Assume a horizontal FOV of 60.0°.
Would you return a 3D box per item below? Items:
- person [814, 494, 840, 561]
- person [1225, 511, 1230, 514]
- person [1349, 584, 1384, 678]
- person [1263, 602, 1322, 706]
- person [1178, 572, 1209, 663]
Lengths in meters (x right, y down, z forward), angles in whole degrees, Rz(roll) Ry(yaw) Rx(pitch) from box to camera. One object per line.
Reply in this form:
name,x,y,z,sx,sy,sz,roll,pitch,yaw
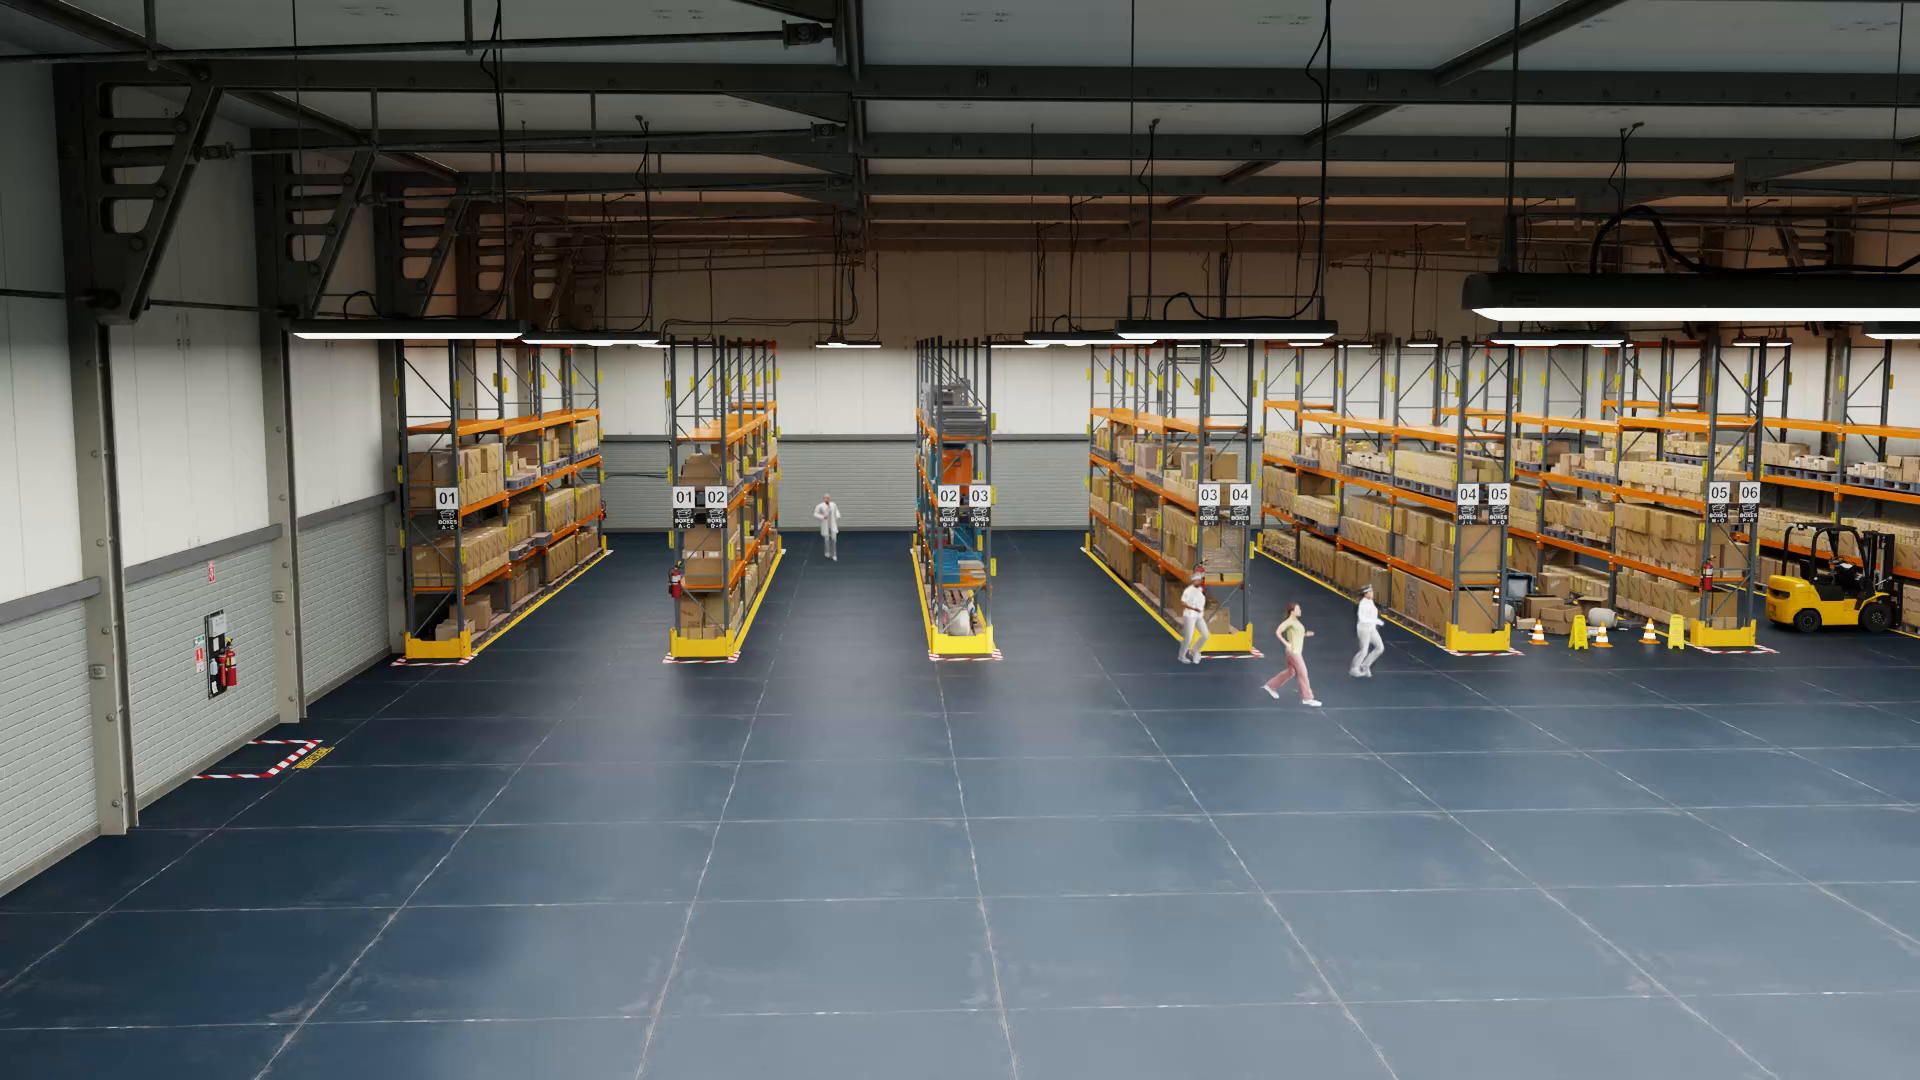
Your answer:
person,-3.657,-0.343,45.737,0.740,1.855,0.864,-3,7,-21
person,7.427,-0.354,46.452,0.601,1.637,0.499,1,7,9
person,7.141,1.593,29.075,0.653,1.686,0.588,5,8,36
person,5.385,1.820,26.880,0.969,1.655,0.574,3,7,22
person,4.335,1.437,30.555,0.627,1.708,0.604,-4,8,-32
